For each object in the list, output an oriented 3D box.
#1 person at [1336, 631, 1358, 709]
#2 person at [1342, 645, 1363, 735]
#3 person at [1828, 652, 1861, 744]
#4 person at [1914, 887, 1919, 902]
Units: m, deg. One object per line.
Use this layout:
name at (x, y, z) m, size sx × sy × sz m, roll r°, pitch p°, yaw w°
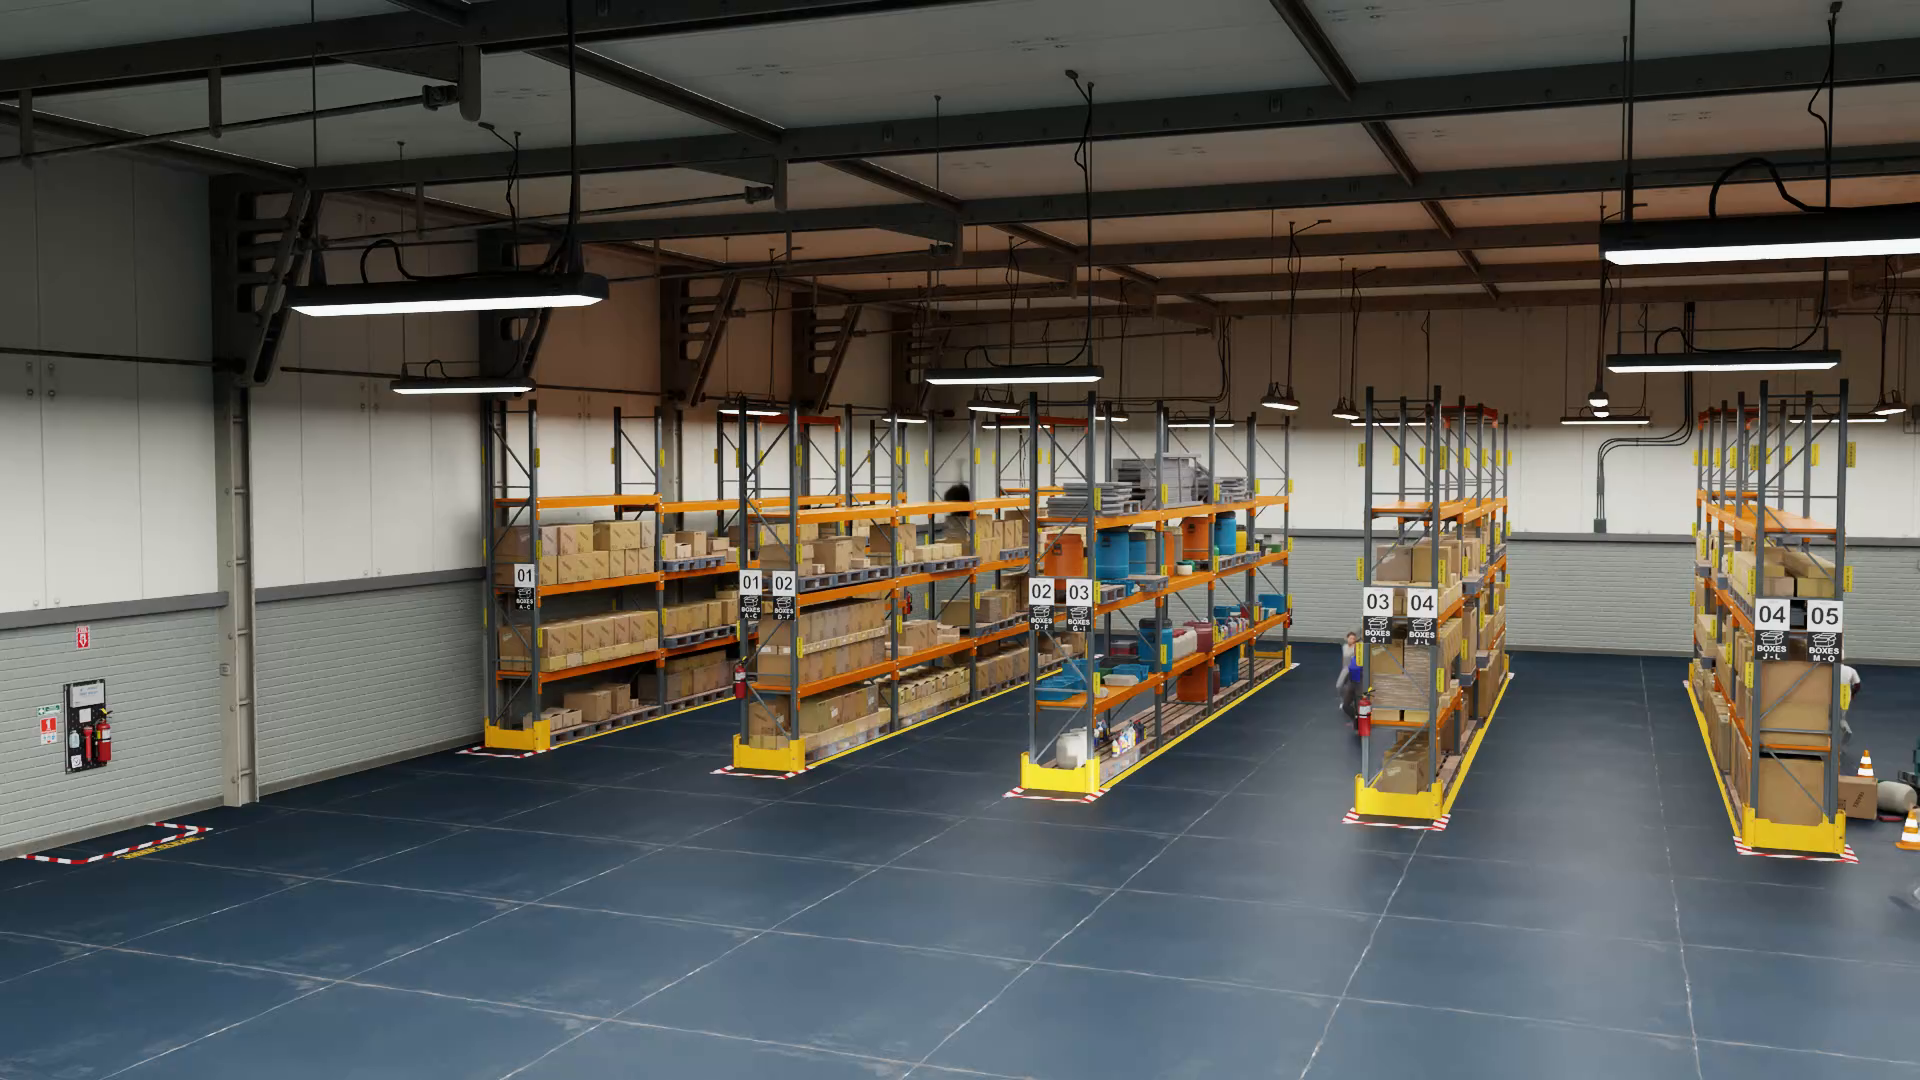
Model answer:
person at (7.661, 2.582, 32.507) m, size 0.572 × 1.619 × 0.654 m, roll 2°, pitch 3°, yaw 36°
person at (7.213, 2.701, 30.132) m, size 0.447 × 1.682 × 0.583 m, roll -2°, pitch 3°, yaw -36°
person at (15.039, 2.745, 28.484) m, size 0.708 × 1.719 × 0.712 m, roll 1°, pitch 3°, yaw 12°
person at (10.989, 3.284, 18.340) m, size 0.675 × 1.619 × 0.679 m, roll 0°, pitch 3°, yaw -8°
